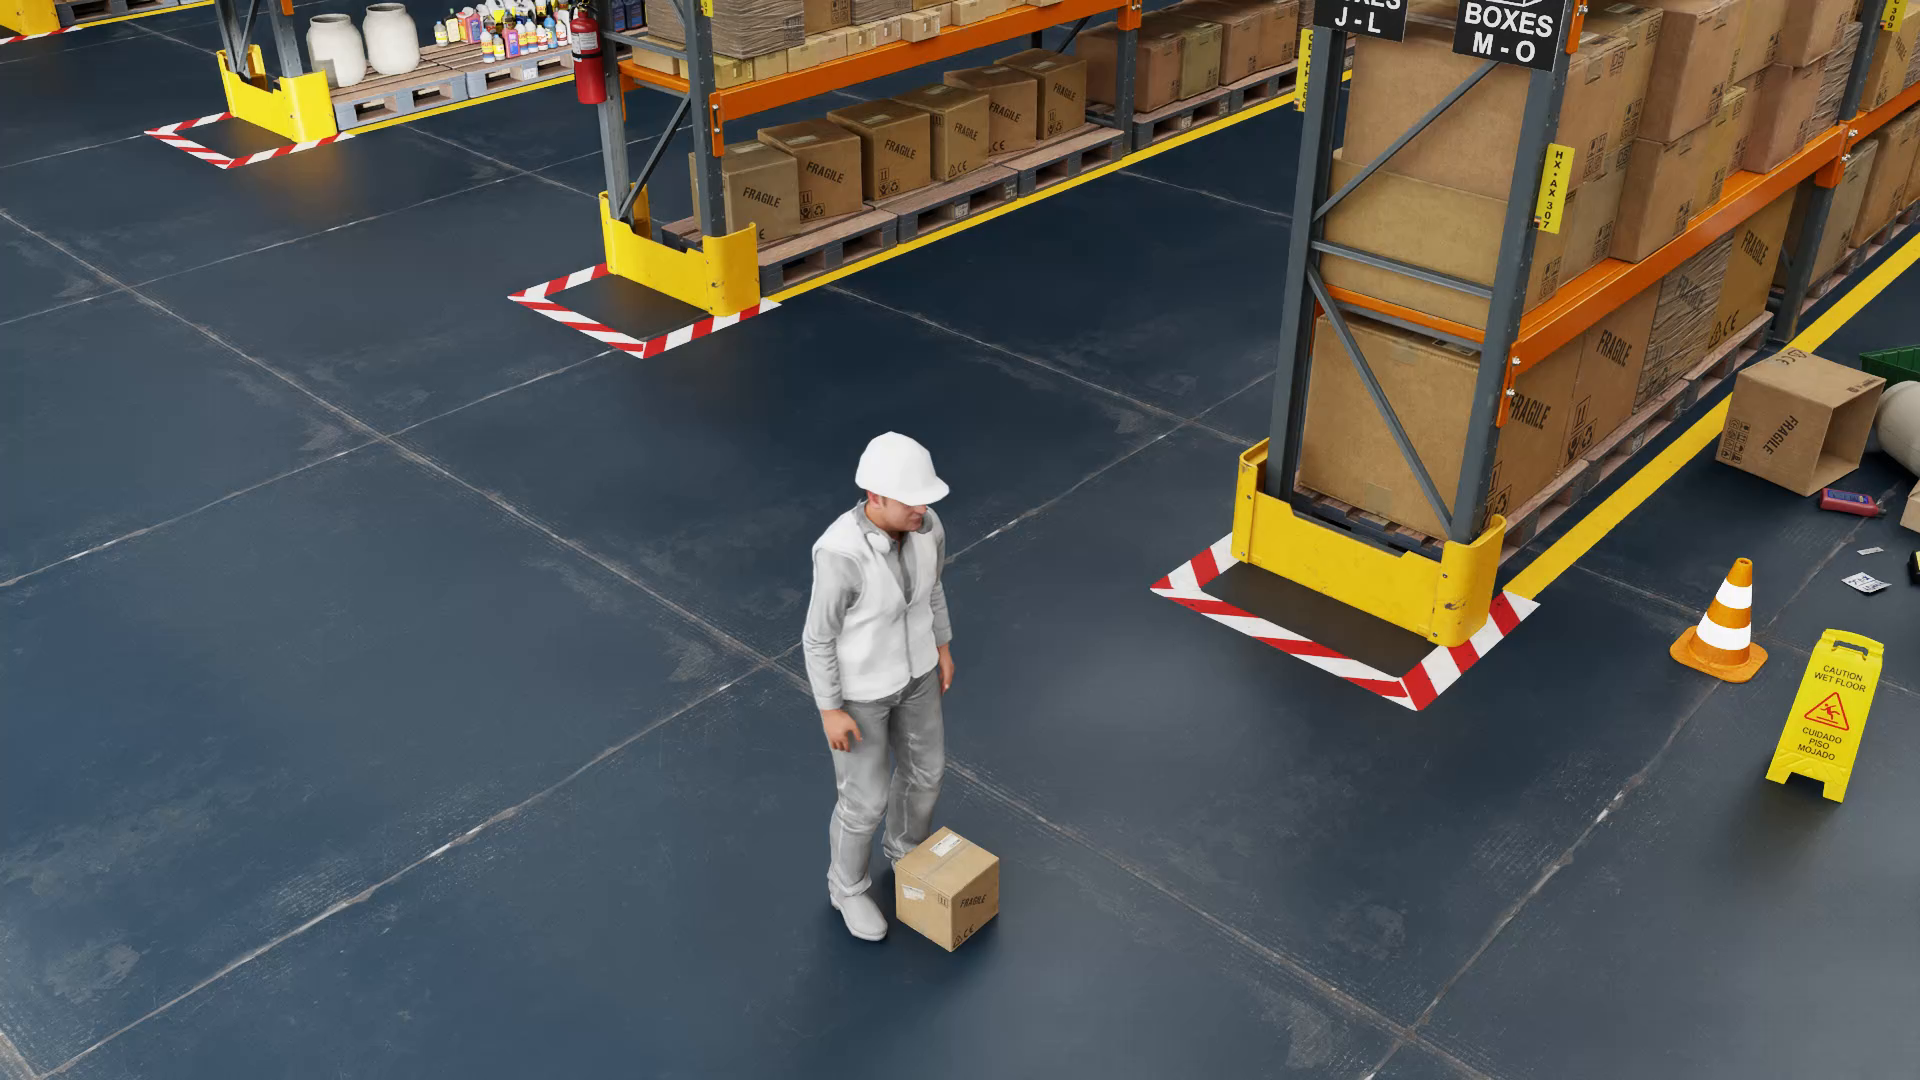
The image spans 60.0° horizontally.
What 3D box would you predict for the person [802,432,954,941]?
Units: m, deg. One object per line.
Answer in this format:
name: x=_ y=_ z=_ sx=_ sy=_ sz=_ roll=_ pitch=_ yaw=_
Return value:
person: x=-0.244 y=0.443 z=5.374 sx=0.465 sy=1.771 sz=0.580 roll=25 pitch=39 yaw=35
